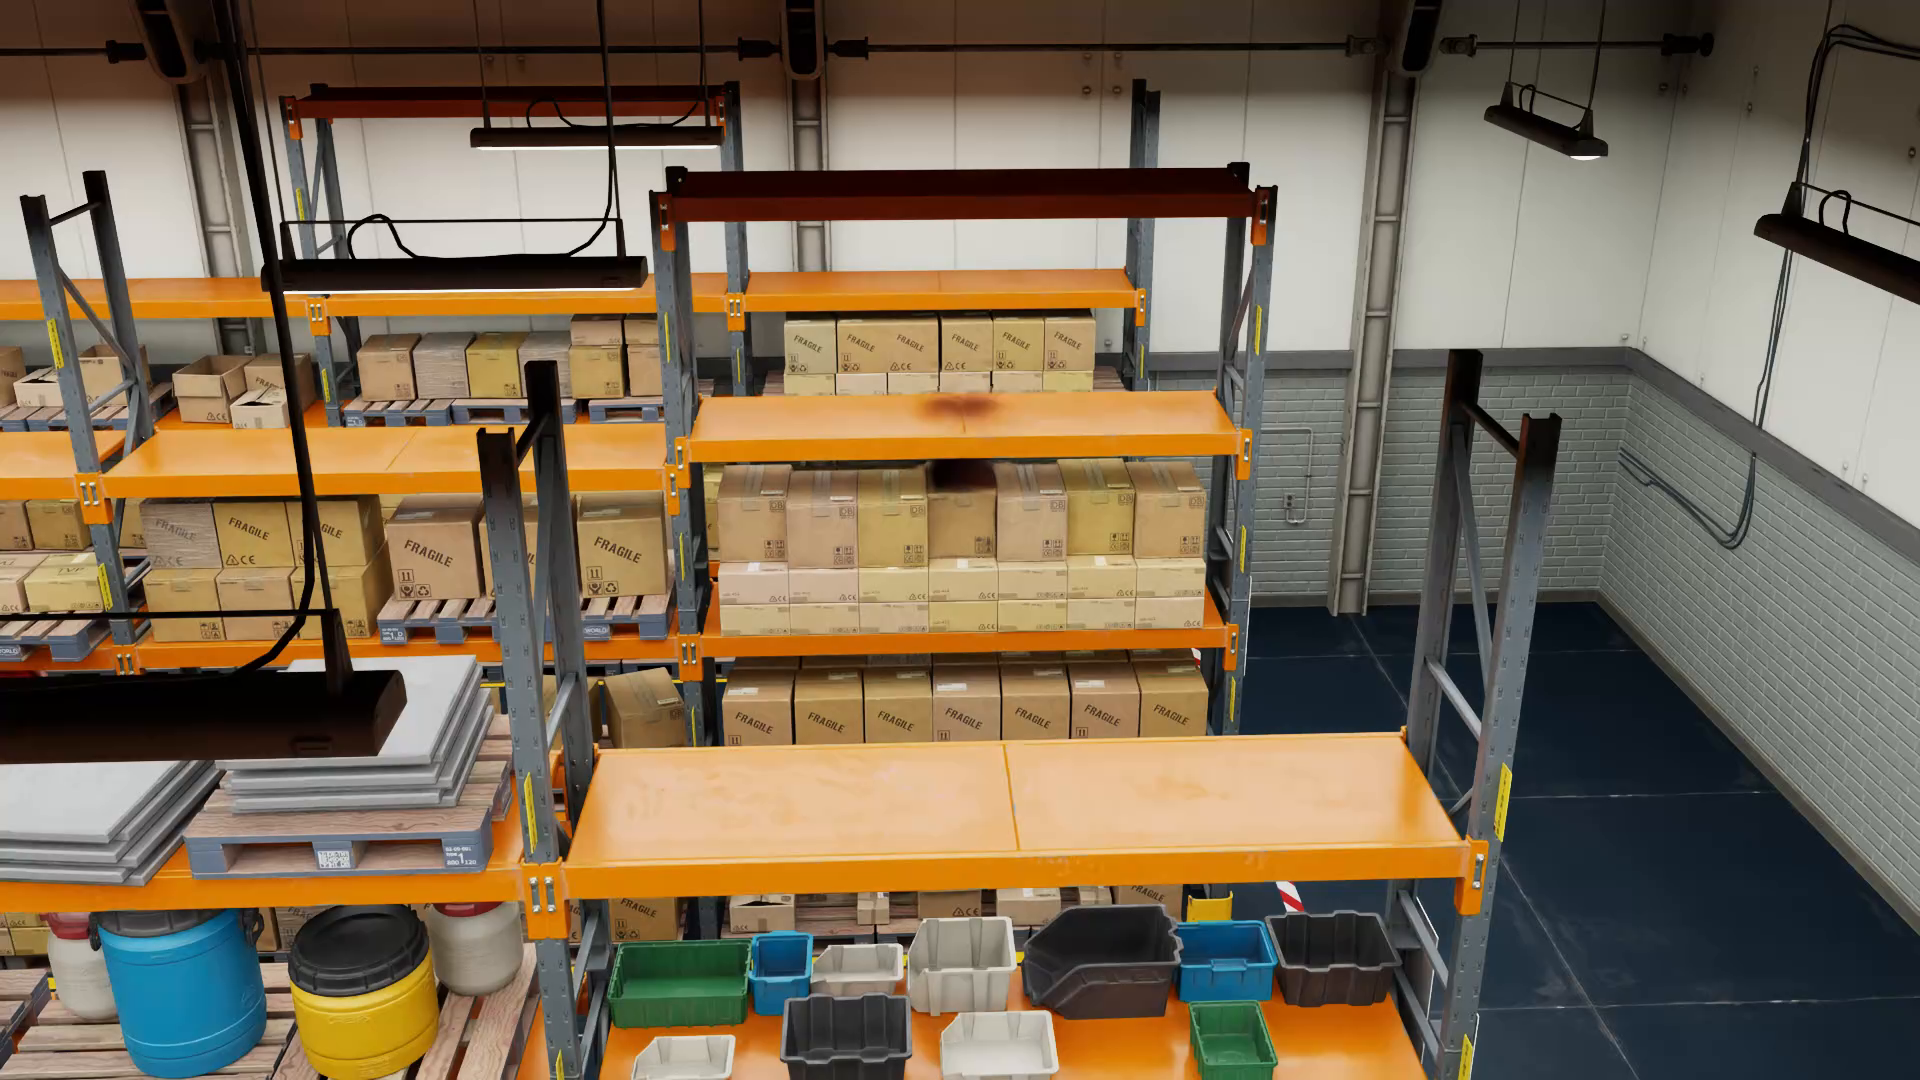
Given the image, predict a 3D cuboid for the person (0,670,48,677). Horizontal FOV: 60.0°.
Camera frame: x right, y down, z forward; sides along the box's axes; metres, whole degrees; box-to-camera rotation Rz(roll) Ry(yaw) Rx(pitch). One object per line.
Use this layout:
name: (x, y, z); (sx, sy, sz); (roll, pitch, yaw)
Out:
person: (-8.600, 1.520, 15.124); (0.687, 1.746, 0.528); (5, 23, 12)
